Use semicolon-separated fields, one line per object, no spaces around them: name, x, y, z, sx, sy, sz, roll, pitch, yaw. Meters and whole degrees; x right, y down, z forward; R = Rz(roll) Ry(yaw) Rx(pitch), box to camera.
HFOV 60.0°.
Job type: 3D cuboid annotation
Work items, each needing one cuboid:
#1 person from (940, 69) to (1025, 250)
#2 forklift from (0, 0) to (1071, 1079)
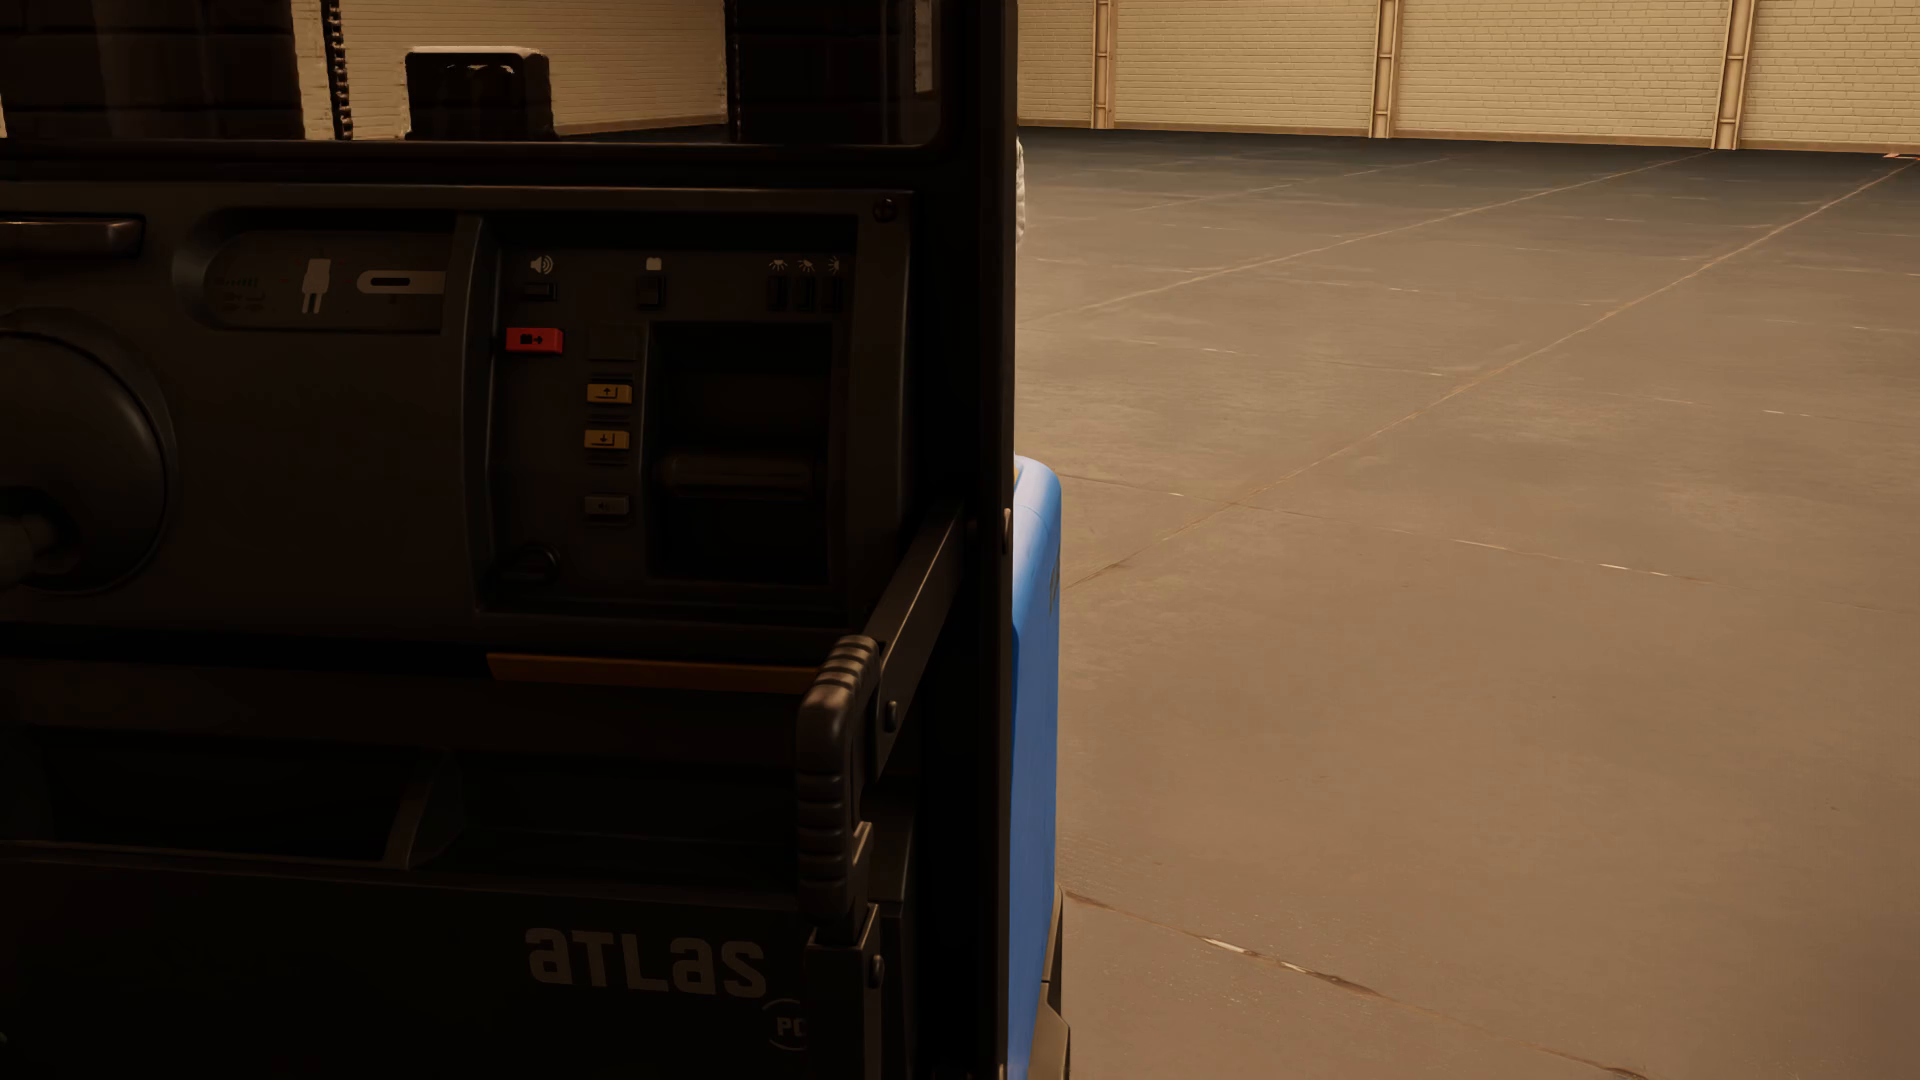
person;-0.052;-0.831;5.745;0.534;1.696;0.587;11;20;33
forklift;-0.527;-0.118;1.227;1.130;2.935;3.031;2;17;7
